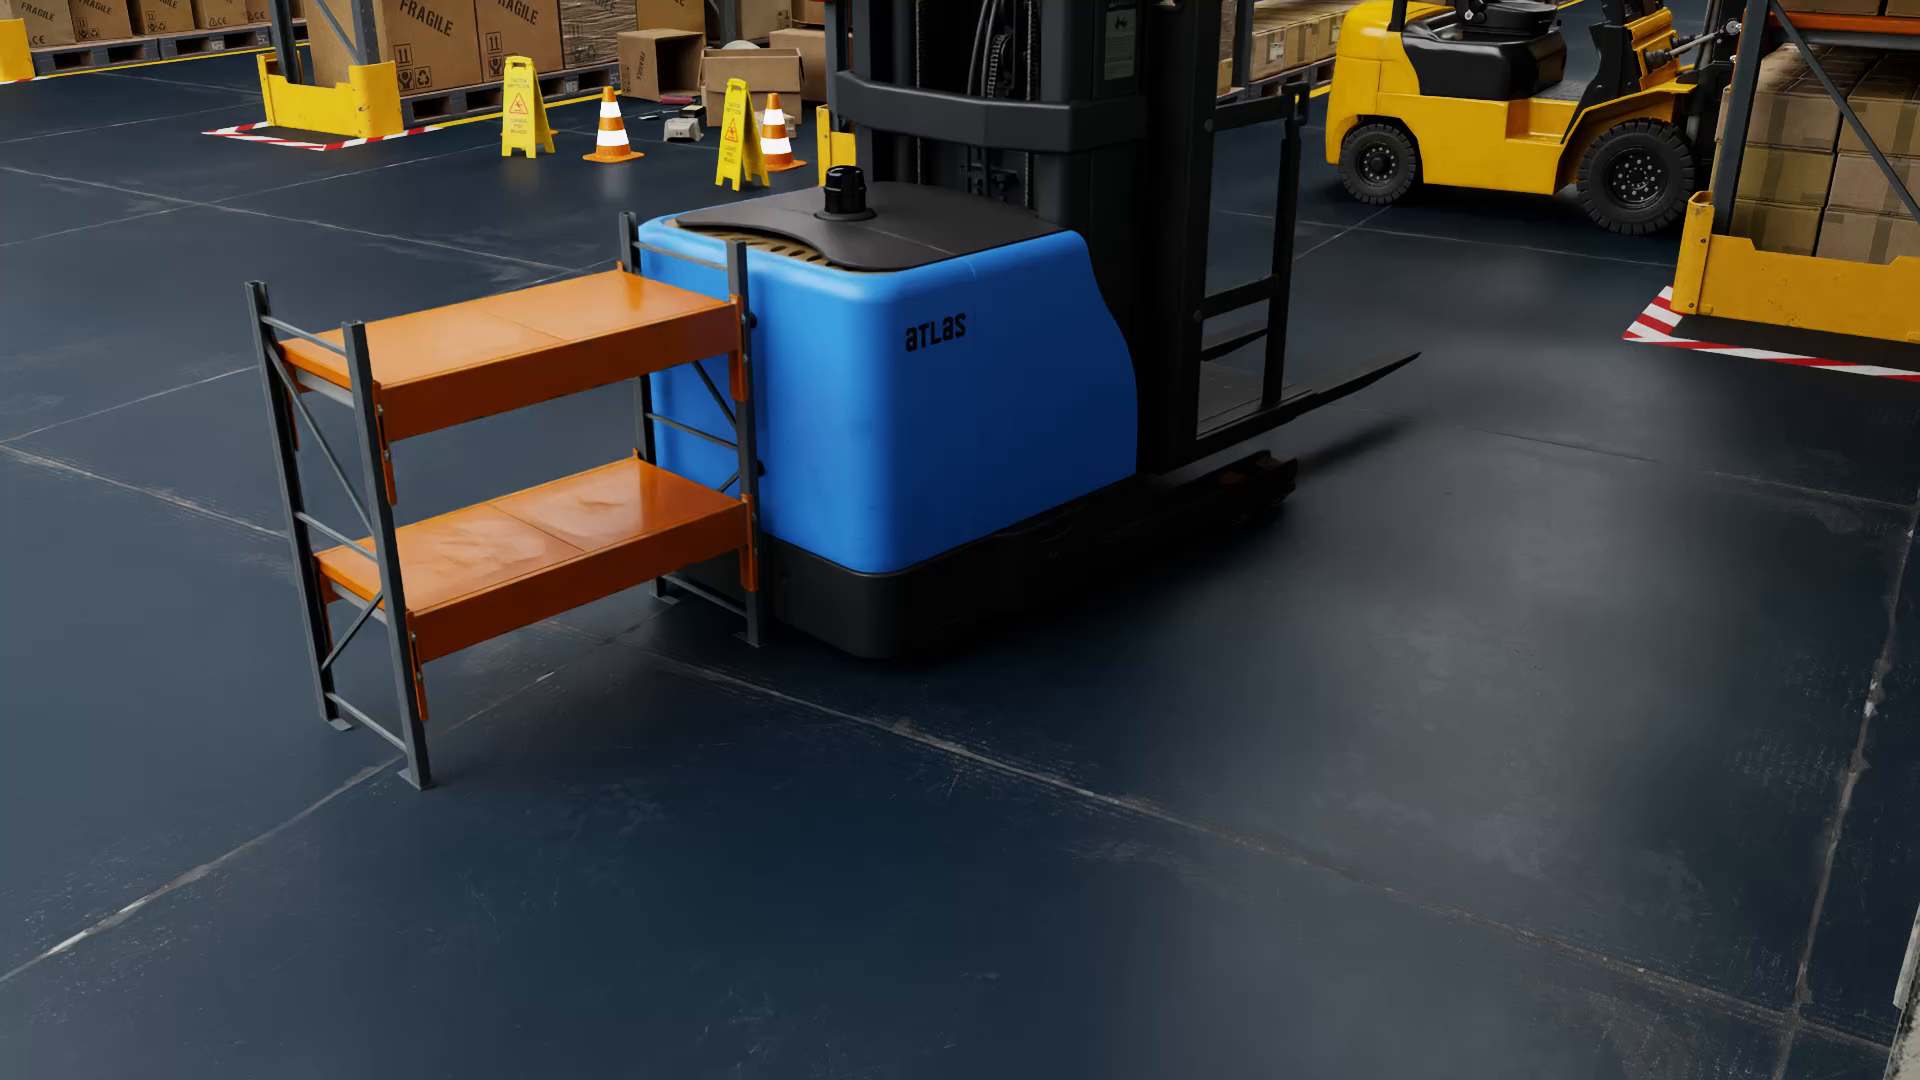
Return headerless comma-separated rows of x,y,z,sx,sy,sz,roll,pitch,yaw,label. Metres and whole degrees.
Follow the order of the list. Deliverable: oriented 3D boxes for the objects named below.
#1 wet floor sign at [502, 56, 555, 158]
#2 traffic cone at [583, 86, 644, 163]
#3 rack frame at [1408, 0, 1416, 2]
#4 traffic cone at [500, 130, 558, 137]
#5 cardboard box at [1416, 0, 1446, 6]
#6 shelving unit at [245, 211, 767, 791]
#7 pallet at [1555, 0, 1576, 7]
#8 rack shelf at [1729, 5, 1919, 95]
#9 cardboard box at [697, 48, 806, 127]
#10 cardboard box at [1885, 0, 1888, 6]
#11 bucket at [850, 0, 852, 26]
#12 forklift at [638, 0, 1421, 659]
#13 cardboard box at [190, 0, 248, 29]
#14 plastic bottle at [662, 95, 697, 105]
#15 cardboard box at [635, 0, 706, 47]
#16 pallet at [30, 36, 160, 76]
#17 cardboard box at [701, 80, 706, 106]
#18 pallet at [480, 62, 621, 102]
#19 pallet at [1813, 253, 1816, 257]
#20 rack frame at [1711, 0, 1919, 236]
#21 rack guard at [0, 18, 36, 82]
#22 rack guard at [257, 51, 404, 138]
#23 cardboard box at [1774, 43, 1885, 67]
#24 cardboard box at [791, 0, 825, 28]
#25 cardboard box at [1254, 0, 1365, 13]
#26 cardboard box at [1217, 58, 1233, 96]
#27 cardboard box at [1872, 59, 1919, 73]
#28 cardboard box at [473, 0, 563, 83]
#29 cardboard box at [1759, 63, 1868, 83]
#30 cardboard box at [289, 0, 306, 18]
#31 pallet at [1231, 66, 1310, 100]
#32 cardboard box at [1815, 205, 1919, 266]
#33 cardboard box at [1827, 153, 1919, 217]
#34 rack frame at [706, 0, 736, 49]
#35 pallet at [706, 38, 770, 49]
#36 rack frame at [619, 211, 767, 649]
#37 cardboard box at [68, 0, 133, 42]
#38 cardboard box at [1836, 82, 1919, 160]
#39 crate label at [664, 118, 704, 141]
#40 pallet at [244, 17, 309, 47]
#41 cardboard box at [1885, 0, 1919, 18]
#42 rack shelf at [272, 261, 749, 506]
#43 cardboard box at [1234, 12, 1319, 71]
-2.933,-2.920,11.182,0.267,0.644,0.232,9,25,20,wet floor sign
-2.333,-2.791,11.114,0.336,0.463,0.334,14,27,29,traffic cone
3.879,-6.122,15.615,1.000,3.000,0.127,14,27,29,rack frame
-3.113,-3.142,11.926,0.336,0.463,0.334,14,27,29,traffic cone
4.314,-5.555,16.452,0.875,0.875,0.875,14,27,28,cardboard box
-1.075,-0.146,4.171,0.538,1.125,1.048,21,31,40,shelving unit
7.099,-6.846,20.798,1.003,0.211,1.213,14,27,29,pallet
4.933,-2.728,8.680,1.077,0.370,4.000,14,27,29,rack shelf
-1.566,-3.399,12.469,0.797,0.503,0.637,-3,24,-7,cardboard box
4.196,-2.823,7.869,0.500,0.500,0.500,15,27,31,cardboard box
-0.603,-4.441,13.940,0.620,0.611,0.726,-6,22,-39,bucket
0.470,-1.525,5.084,1.130,2.935,3.031,21,31,40,forklift
-7.452,-5.346,16.442,0.500,0.500,0.500,11,26,24,cardboard box
-2.231,-3.520,13.305,0.283,0.061,0.133,5,24,11,plastic bottle
-2.881,-4.795,14.696,0.875,0.875,0.875,14,27,30,cardboard box
-8.262,-4.511,15.405,1.003,0.211,1.213,14,27,29,pallet
-1.832,-3.554,13.126,0.396,0.266,0.258,20,30,38,cardboard box
-3.600,-3.841,13.858,1.003,0.211,1.213,14,27,29,pallet
4.245,-1.370,8.149,1.003,0.211,1.213,14,27,29,pallet
3.878,-2.383,6.978,1.000,3.000,0.127,14,27,29,rack frame
-8.720,-4.377,14.731,1.175,0.500,0.348,14,27,29,rack guard
-4.613,-3.270,12.173,1.175,0.500,0.348,14,27,29,rack guard
4.651,-2.509,8.943,0.500,0.250,0.500,13,27,28,cardboard box
-1.727,-5.488,16.455,1.050,0.750,0.750,14,27,29,cardboard box
3.190,-4.669,15.039,0.950,0.372,0.625,13,27,28,cardboard box
1.685,-3.447,12.368,0.500,0.250,0.500,15,28,31,cardboard box
4.825,-2.231,8.301,0.500,0.250,0.500,14,27,29,cardboard box
-3.836,-4.183,13.282,0.875,0.875,0.875,13,27,28,cardboard box
4.120,-2.167,8.153,0.500,0.250,0.500,14,27,30,cardboard box
-6.895,-5.767,17.415,0.500,0.500,0.500,13,27,27,cardboard box
2.178,-3.755,13.658,1.003,0.211,1.213,14,27,29,pallet
4.303,-1.438,7.729,0.500,0.250,0.500,14,27,29,cardboard box
4.302,-1.658,7.608,0.500,0.250,0.500,14,27,30,cardboard box
-2.490,-5.775,14.814,1.000,3.000,0.127,14,27,29,rack frame
-2.147,-4.771,16.006,1.003,0.211,1.213,14,27,29,pallet
-0.721,-0.291,4.506,0.500,1.125,0.032,21,31,40,rack frame
-8.131,-4.960,15.550,0.500,0.500,0.500,-20,31,-39,cardboard box
4.292,-1.895,7.525,0.500,0.250,0.500,13,27,28,cardboard box
-1.971,-2.920,11.822,0.250,0.136,0.298,1,23,2,crate label
-6.975,-5.335,17.307,1.003,0.211,1.213,14,27,29,pallet
4.375,-2.538,7.210,0.500,0.500,0.500,15,27,31,cardboard box
-1.075,-0.415,4.055,0.538,0.278,1.000,21,31,40,rack shelf
2.420,-4.179,13.908,0.950,0.372,0.625,16,28,32,cardboard box
